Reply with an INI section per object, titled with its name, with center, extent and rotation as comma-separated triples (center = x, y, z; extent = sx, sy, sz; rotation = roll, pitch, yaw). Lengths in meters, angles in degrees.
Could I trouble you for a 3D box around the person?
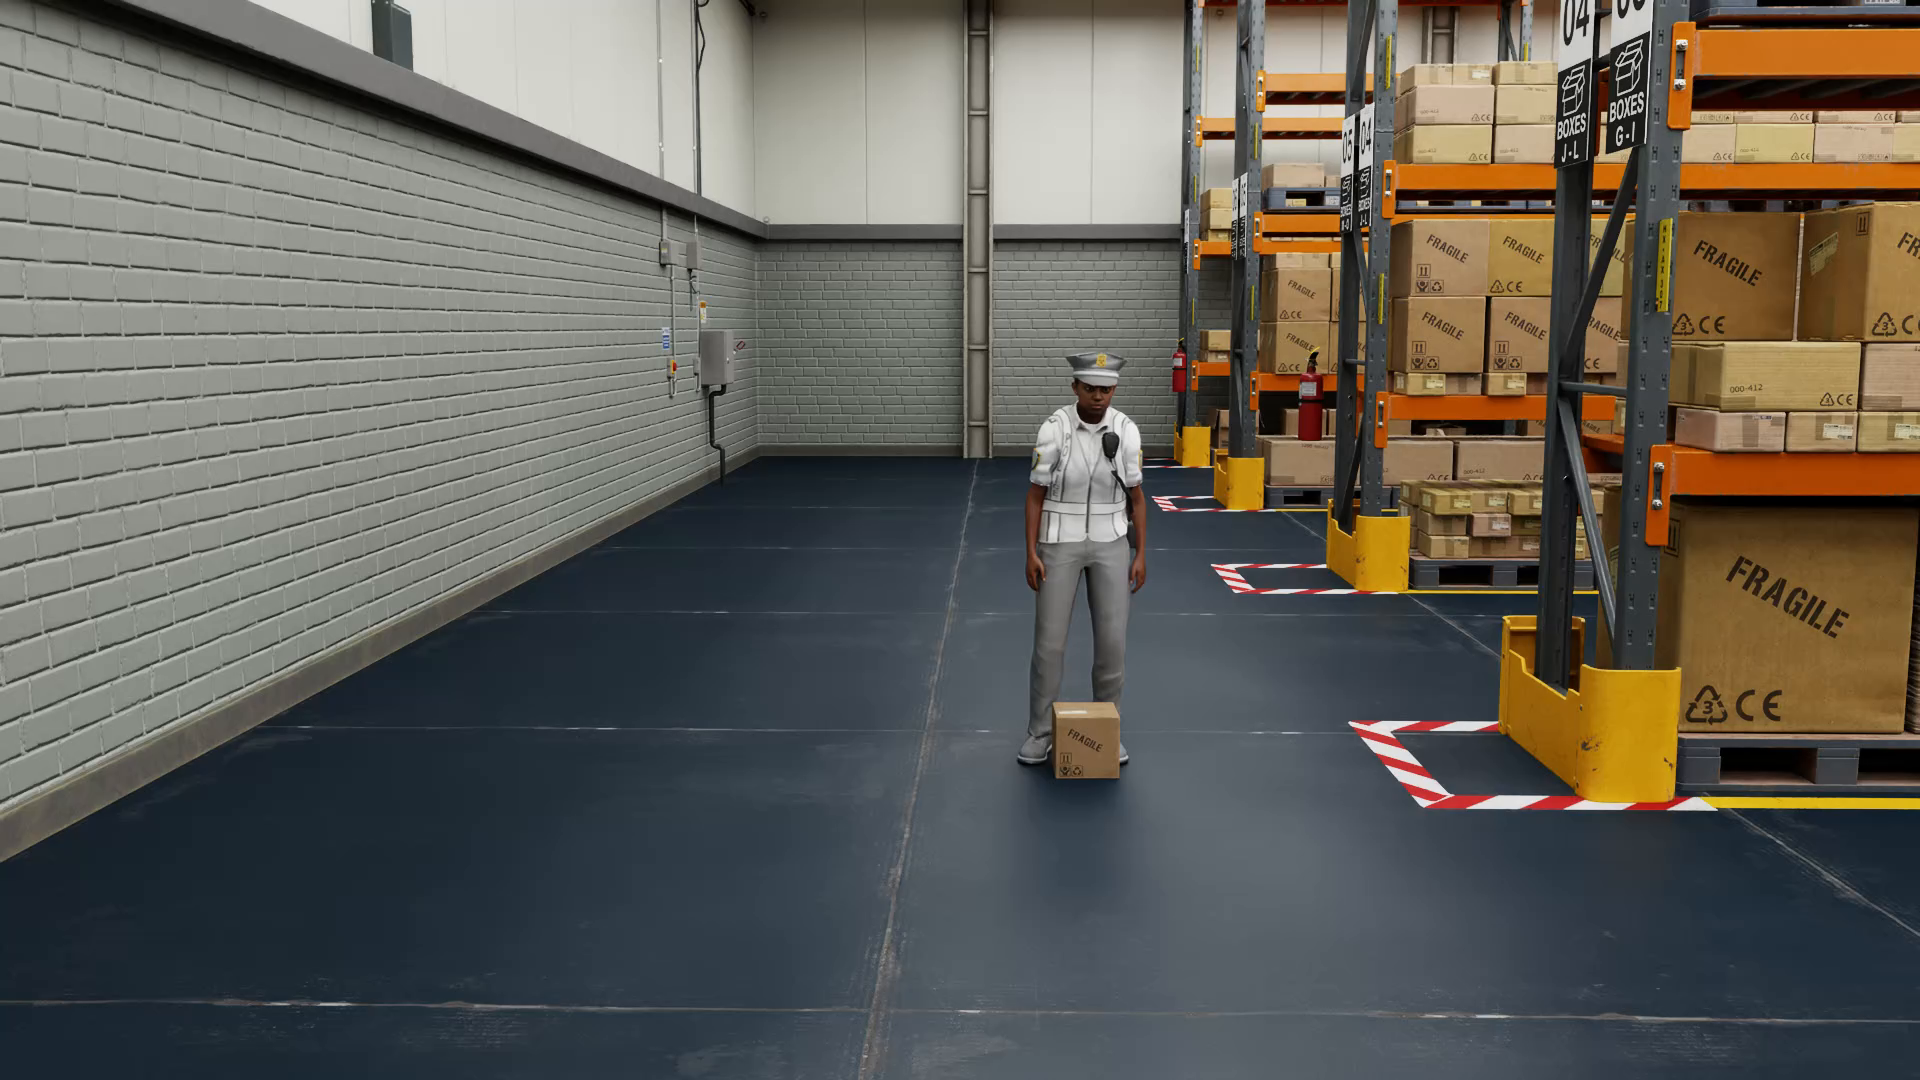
[person]
center = 0.497, 0.066, 6.756
extent = 0.531, 1.661, 0.397
rotation = 0, 7, -2
